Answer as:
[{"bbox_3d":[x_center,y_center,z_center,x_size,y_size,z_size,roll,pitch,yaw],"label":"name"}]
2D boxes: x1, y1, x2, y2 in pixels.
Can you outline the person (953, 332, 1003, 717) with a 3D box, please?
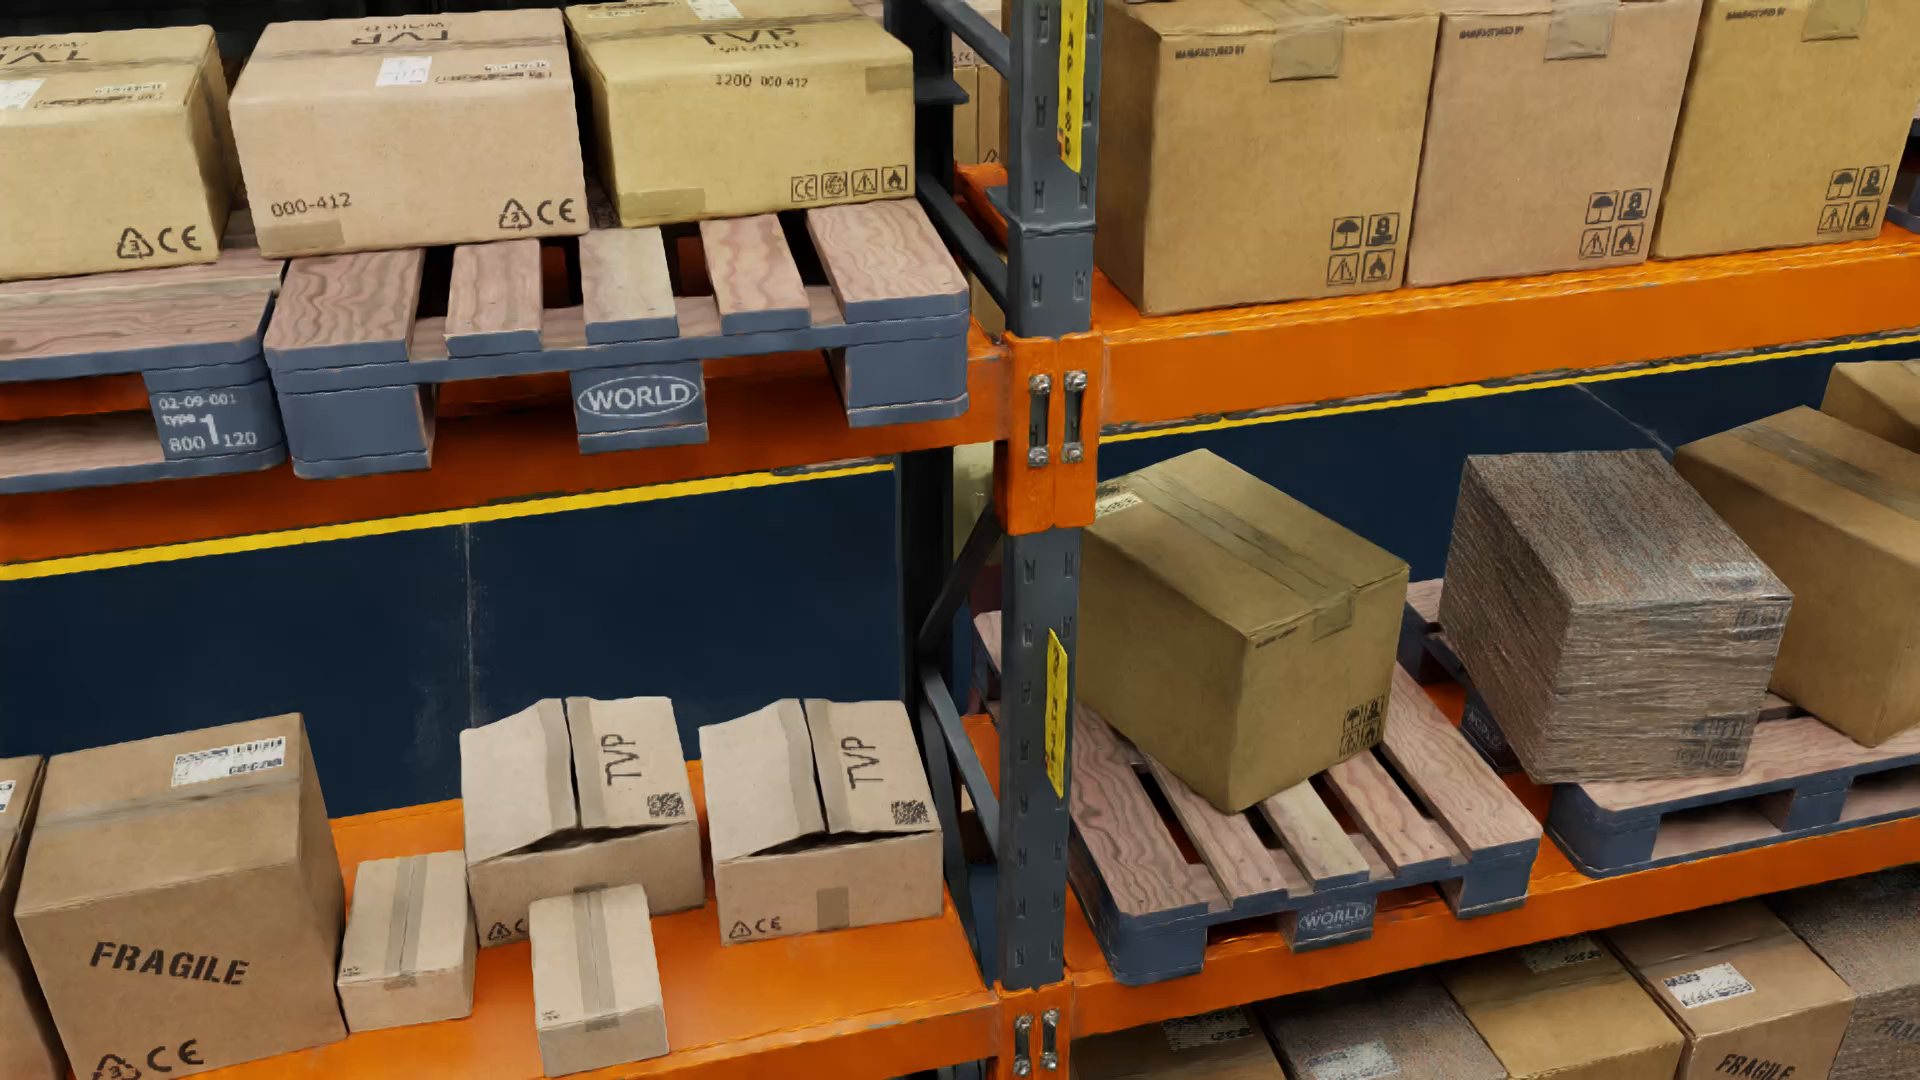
[{"bbox_3d":[-0.003,0.044,6.053,0.587,1.658,0.420,10,32,16],"label":"person"}]
